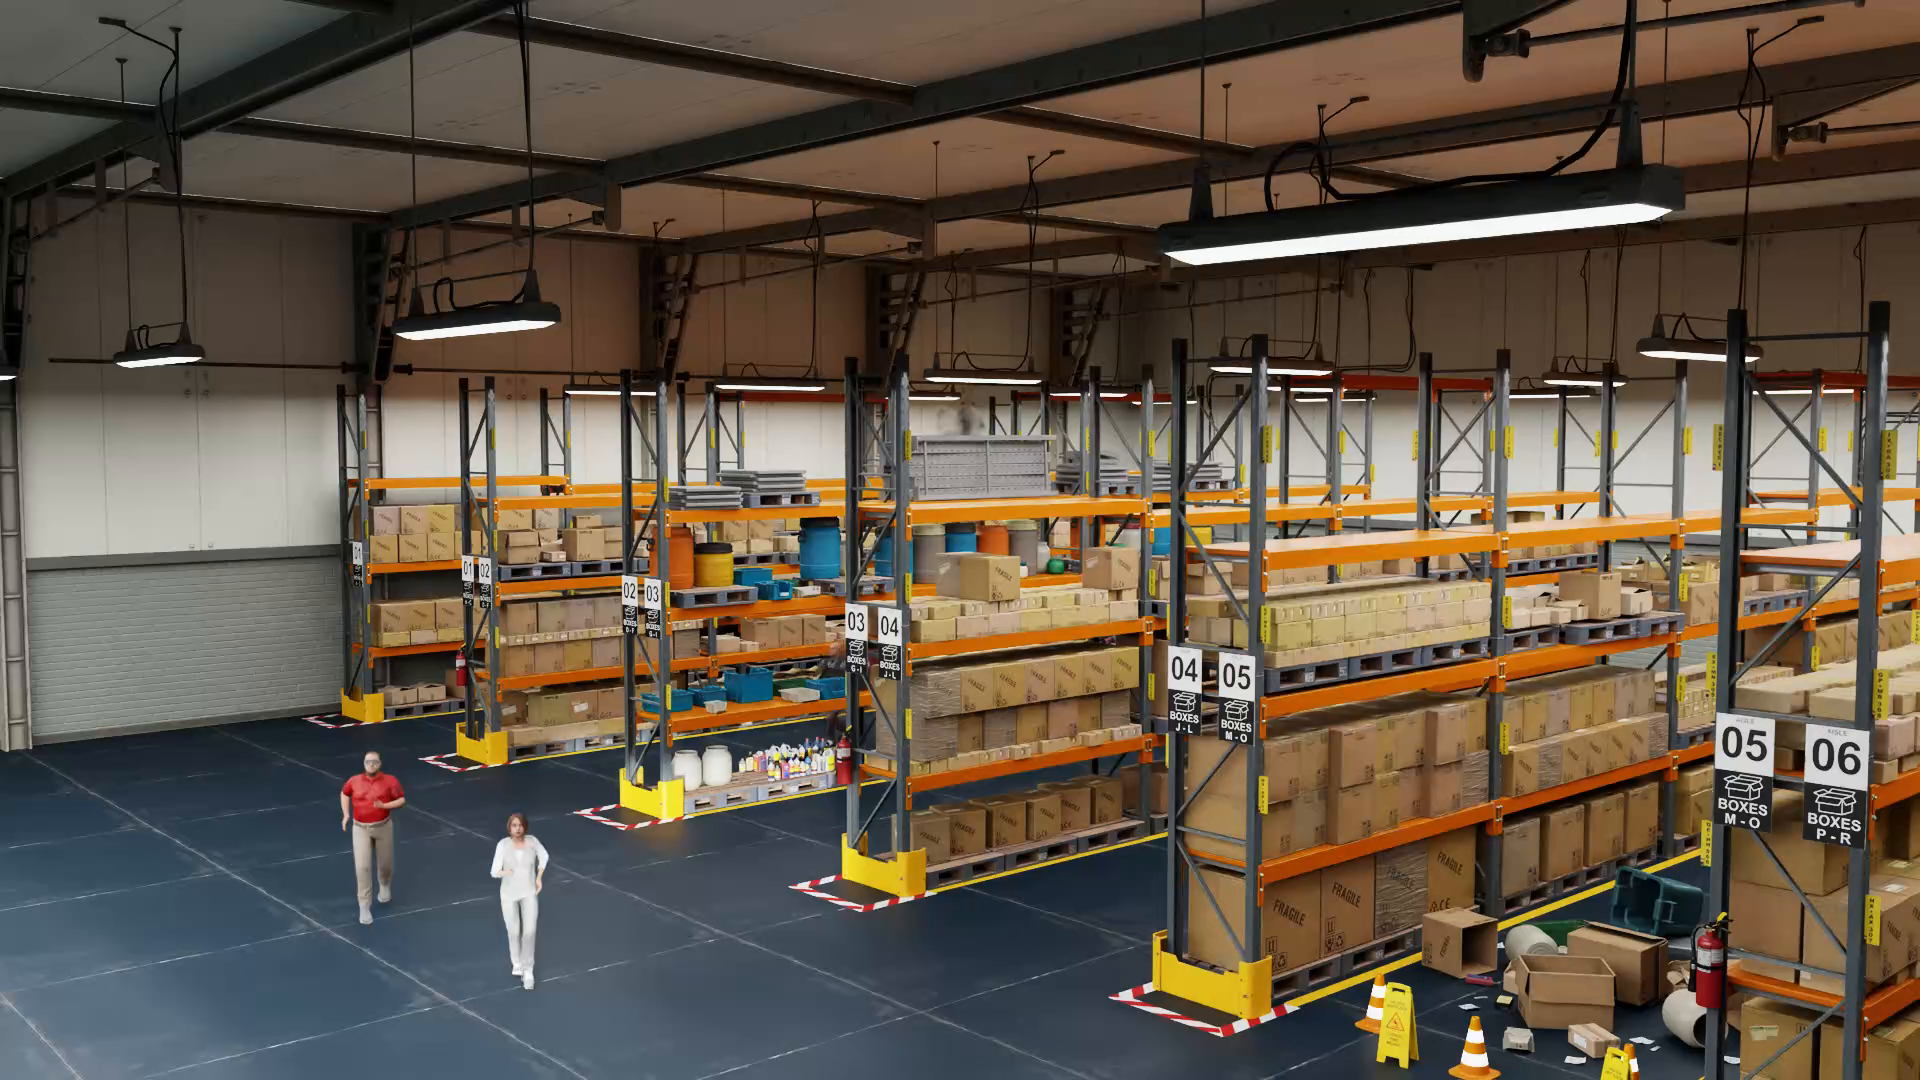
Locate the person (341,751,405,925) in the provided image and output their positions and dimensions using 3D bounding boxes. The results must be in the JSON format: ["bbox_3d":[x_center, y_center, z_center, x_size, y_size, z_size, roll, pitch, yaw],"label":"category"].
[{"bbox_3d":[-6.260,3.116,17.744,0.658,1.729,0.976,-1,4,-18],"label":"person"}]

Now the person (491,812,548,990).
[{"bbox_3d":[-4.096,3.347,15.484,0.514,1.624,0.661,-1,4,-14],"label":"person"}]

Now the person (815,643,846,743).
[{"bbox_3d":[-2.041,2.551,26.808,0.661,1.639,0.906,3,5,35],"label":"person"}]
